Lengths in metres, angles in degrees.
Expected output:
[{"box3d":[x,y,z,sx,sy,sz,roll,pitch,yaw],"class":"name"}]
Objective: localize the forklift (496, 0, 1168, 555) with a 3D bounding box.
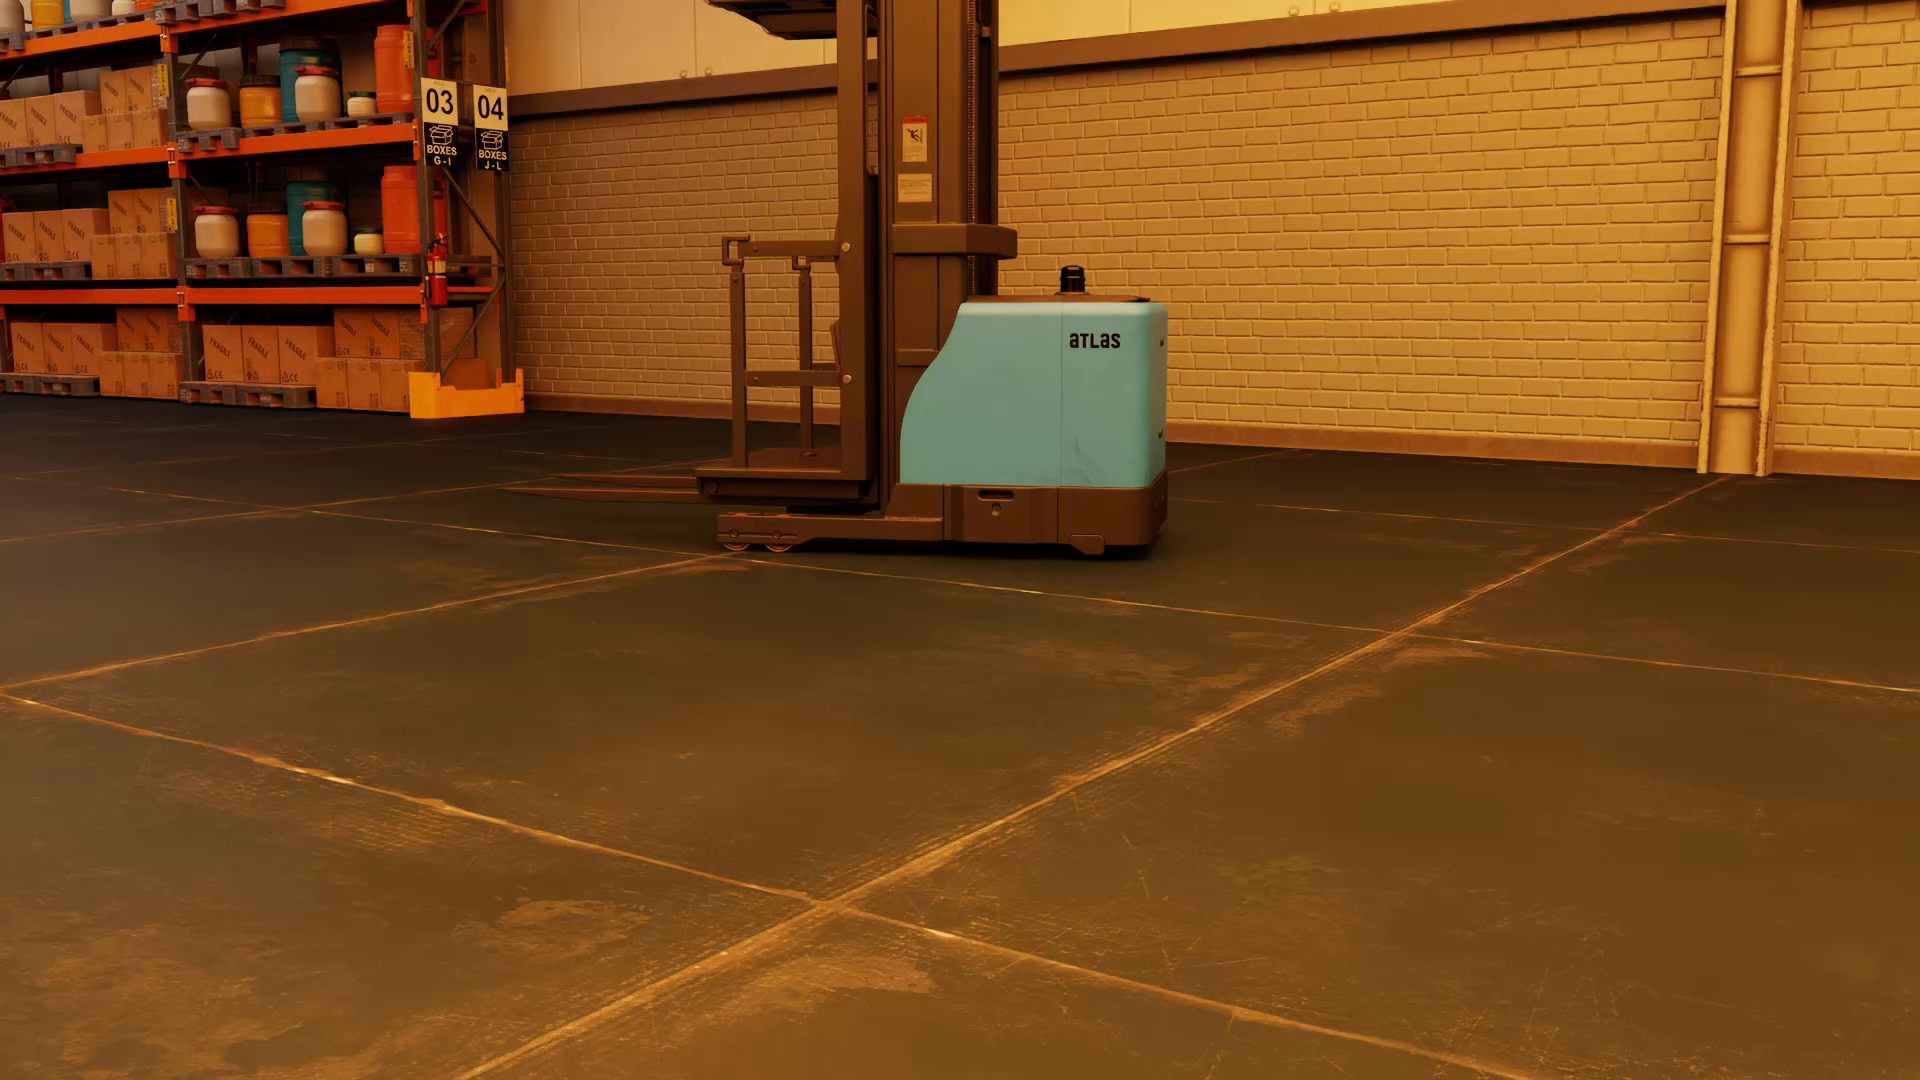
[{"box3d":[-0.596,-1.469,7.520,3.031,2.935,1.130,2,8,12],"class":"forklift"}]
